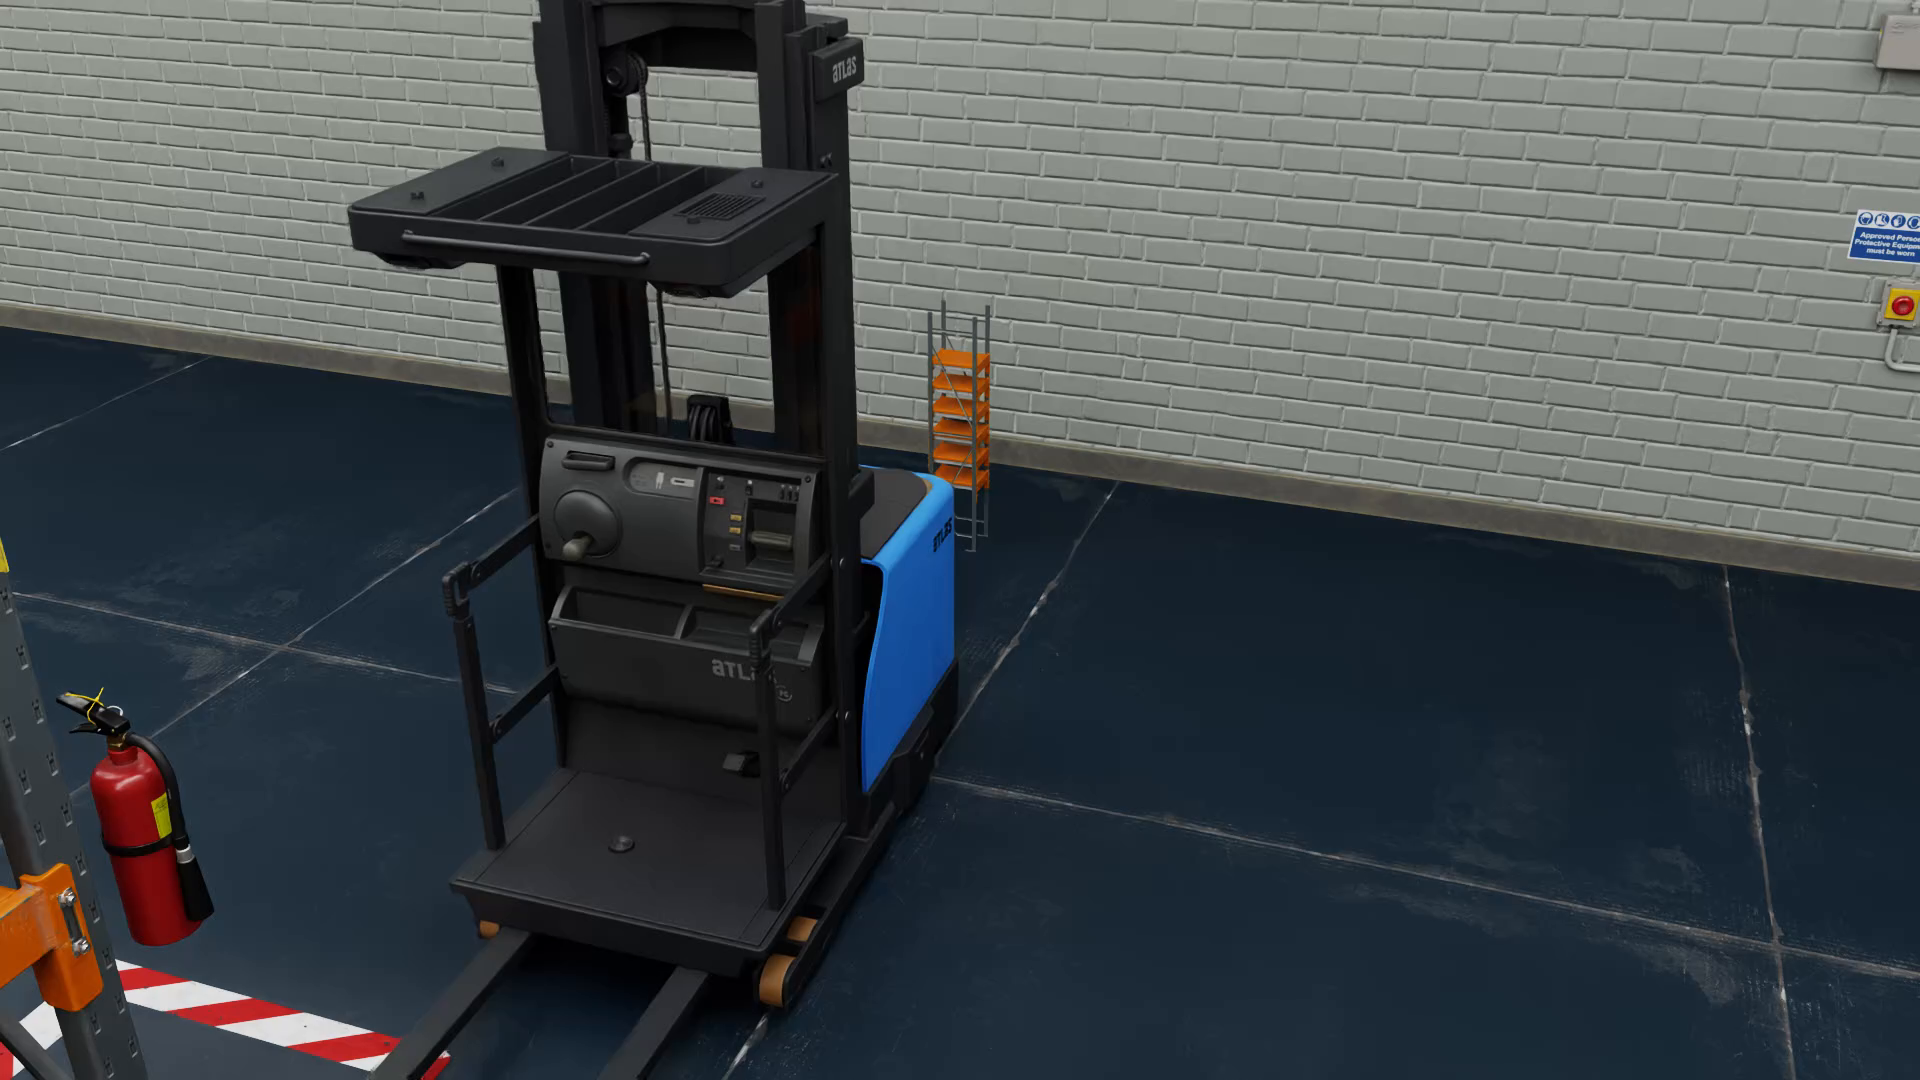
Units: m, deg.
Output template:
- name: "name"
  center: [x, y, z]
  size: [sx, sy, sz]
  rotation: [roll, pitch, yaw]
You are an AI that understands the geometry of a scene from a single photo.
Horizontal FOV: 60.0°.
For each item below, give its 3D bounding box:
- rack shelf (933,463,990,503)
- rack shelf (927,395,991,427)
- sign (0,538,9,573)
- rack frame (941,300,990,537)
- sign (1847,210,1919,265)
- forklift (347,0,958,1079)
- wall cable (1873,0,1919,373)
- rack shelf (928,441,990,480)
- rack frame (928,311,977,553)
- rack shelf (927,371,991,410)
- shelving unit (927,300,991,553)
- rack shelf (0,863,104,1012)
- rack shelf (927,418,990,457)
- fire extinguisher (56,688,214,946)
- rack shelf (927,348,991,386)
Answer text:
- name: "rack shelf"
  center: [-0.005, -0.278, 8.100]
  size: [0.258, 0.103, 0.180]
  rotation: [9, 27, 17]
- name: "rack shelf"
  center: [-0.005, -0.602, 7.943]
  size: [0.258, 0.103, 0.180]
  rotation: [9, 27, 17]
- name: "sign"
  center: [-1.965, -0.088, 3.298]
  size: [0.100, 0.325, 0.005]
  rotation: [9, 27, 17]
- name: "rack frame"
  center: [0.026, -0.572, 8.054]
  size: [0.240, 1.200, 0.006]
  rotation: [9, 27, 17]
- name: "sign"
  center: [4.049, -1.311, 7.206]
  size: [0.327, 0.218, 0.001]
  rotation: [9, 27, 17]
- name: "forklift"
  center: [-0.949, -0.050, 4.989]
  size: [1.130, 2.935, 3.031]
  rotation: [8, 27, 16]
- name: "wall cable"
  center: [4.074, -1.629, 6.970]
  size: [0.585, 1.953, 0.123]
  rotation: [9, 27, 17]
- name: "rack shelf"
  center: [-0.005, -0.386, 8.048]
  size: [0.258, 0.103, 0.180]
  rotation: [9, 27, 17]
- name: "rack frame"
  center: [-0.035, -0.496, 7.899]
  size: [0.240, 1.200, 0.006]
  rotation: [9, 27, 17]
- name: "rack shelf"
  center: [-0.005, -0.710, 7.891]
  size: [0.258, 0.103, 0.180]
  rotation: [9, 27, 17]
- name: "shelving unit"
  center: [-0.005, -0.534, 7.976]
  size: [0.258, 1.200, 0.189]
  rotation: [9, 27, 17]
- name: "rack shelf"
  center: [-3.148, 1.633, 2.262]
  size: [1.077, 0.370, 4.000]
  rotation: [9, 27, 17]
- name: "rack shelf"
  center: [-0.005, -0.494, 7.996]
  size: [0.258, 0.103, 0.180]
  rotation: [9, 27, 17]
- name: "fire extinguisher"
  center: [-1.963, 0.653, 3.976]
  size: [0.296, 0.674, 0.183]
  rotation: [9, 27, 17]
- name: "rack shelf"
  center: [-0.005, -0.818, 7.839]
  size: [0.258, 0.103, 0.180]
  rotation: [9, 27, 17]
